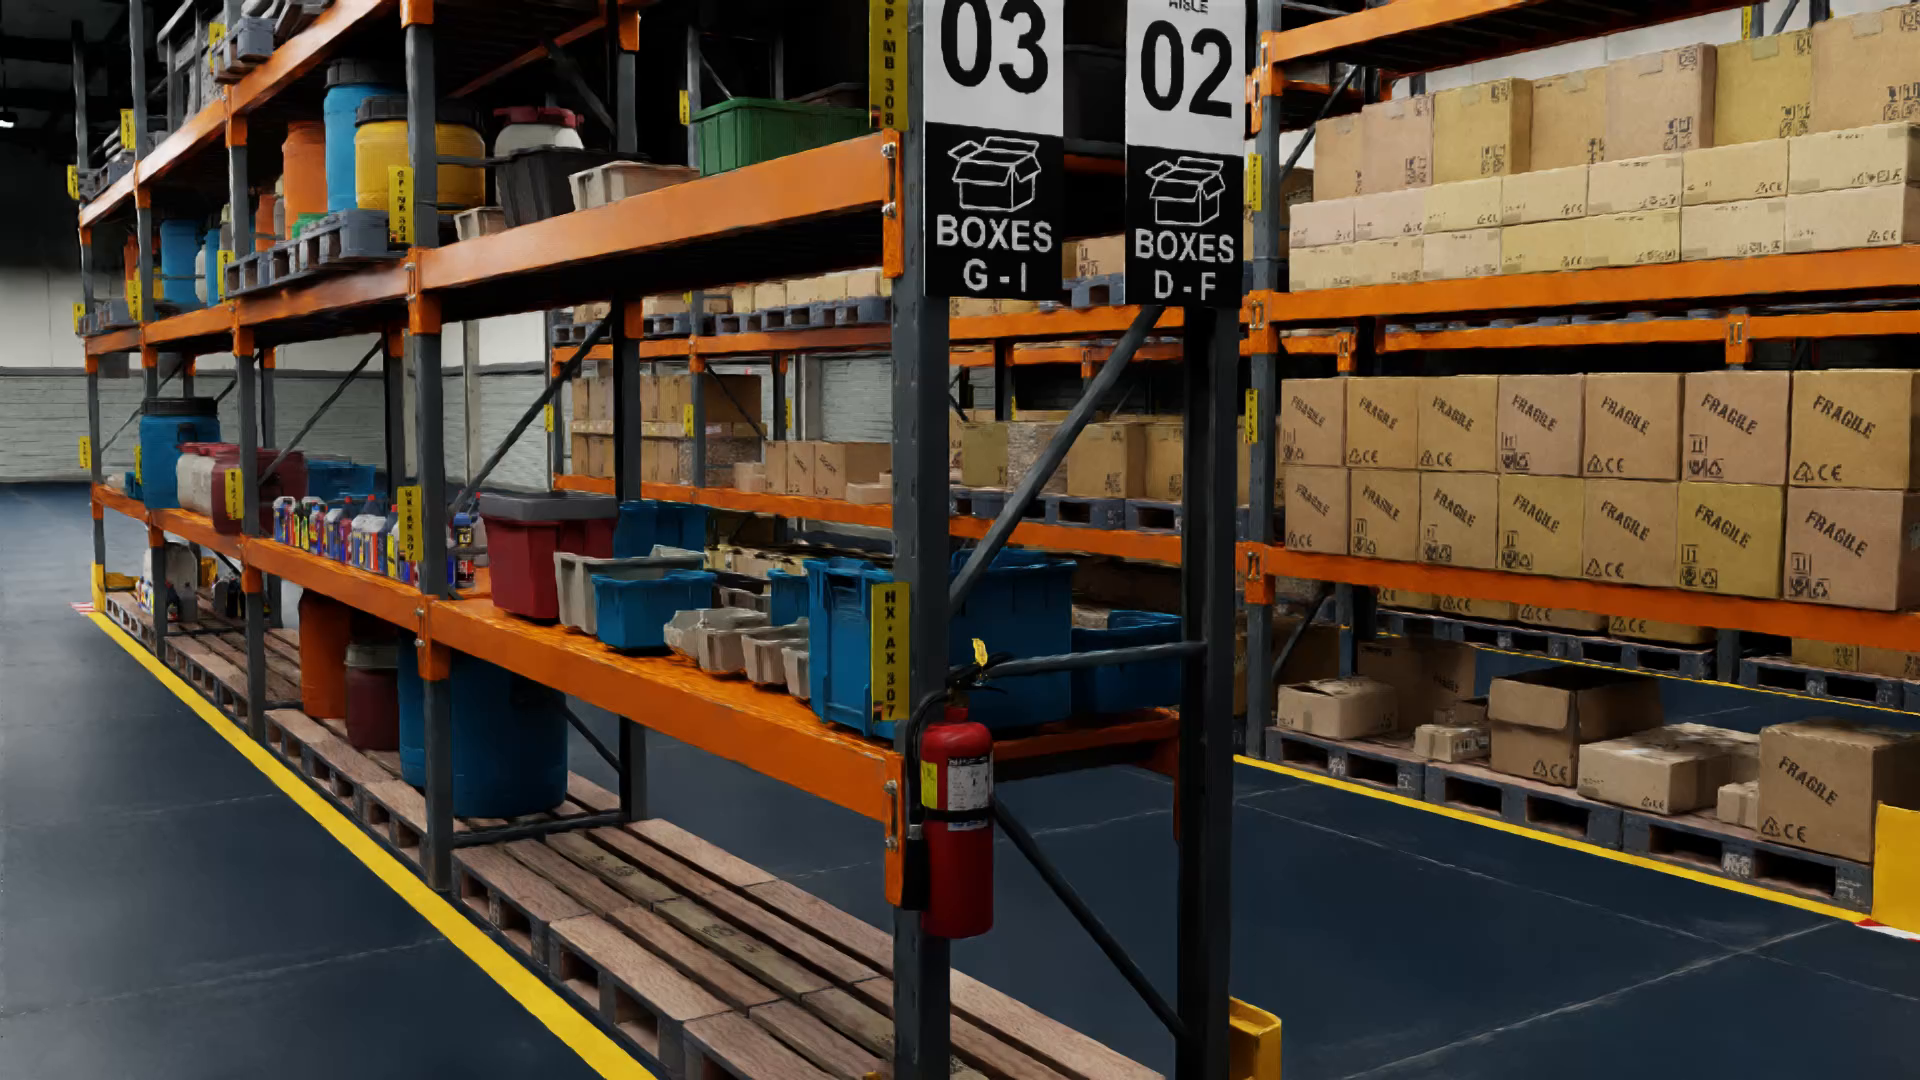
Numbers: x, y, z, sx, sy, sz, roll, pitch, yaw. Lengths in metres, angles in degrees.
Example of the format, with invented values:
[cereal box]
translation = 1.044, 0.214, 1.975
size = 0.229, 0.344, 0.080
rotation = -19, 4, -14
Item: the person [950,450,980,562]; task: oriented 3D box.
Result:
[person]
translation = -0.015, -0.051, 16.715
size = 0.497, 1.698, 0.372
rotation = 4, 6, 37
